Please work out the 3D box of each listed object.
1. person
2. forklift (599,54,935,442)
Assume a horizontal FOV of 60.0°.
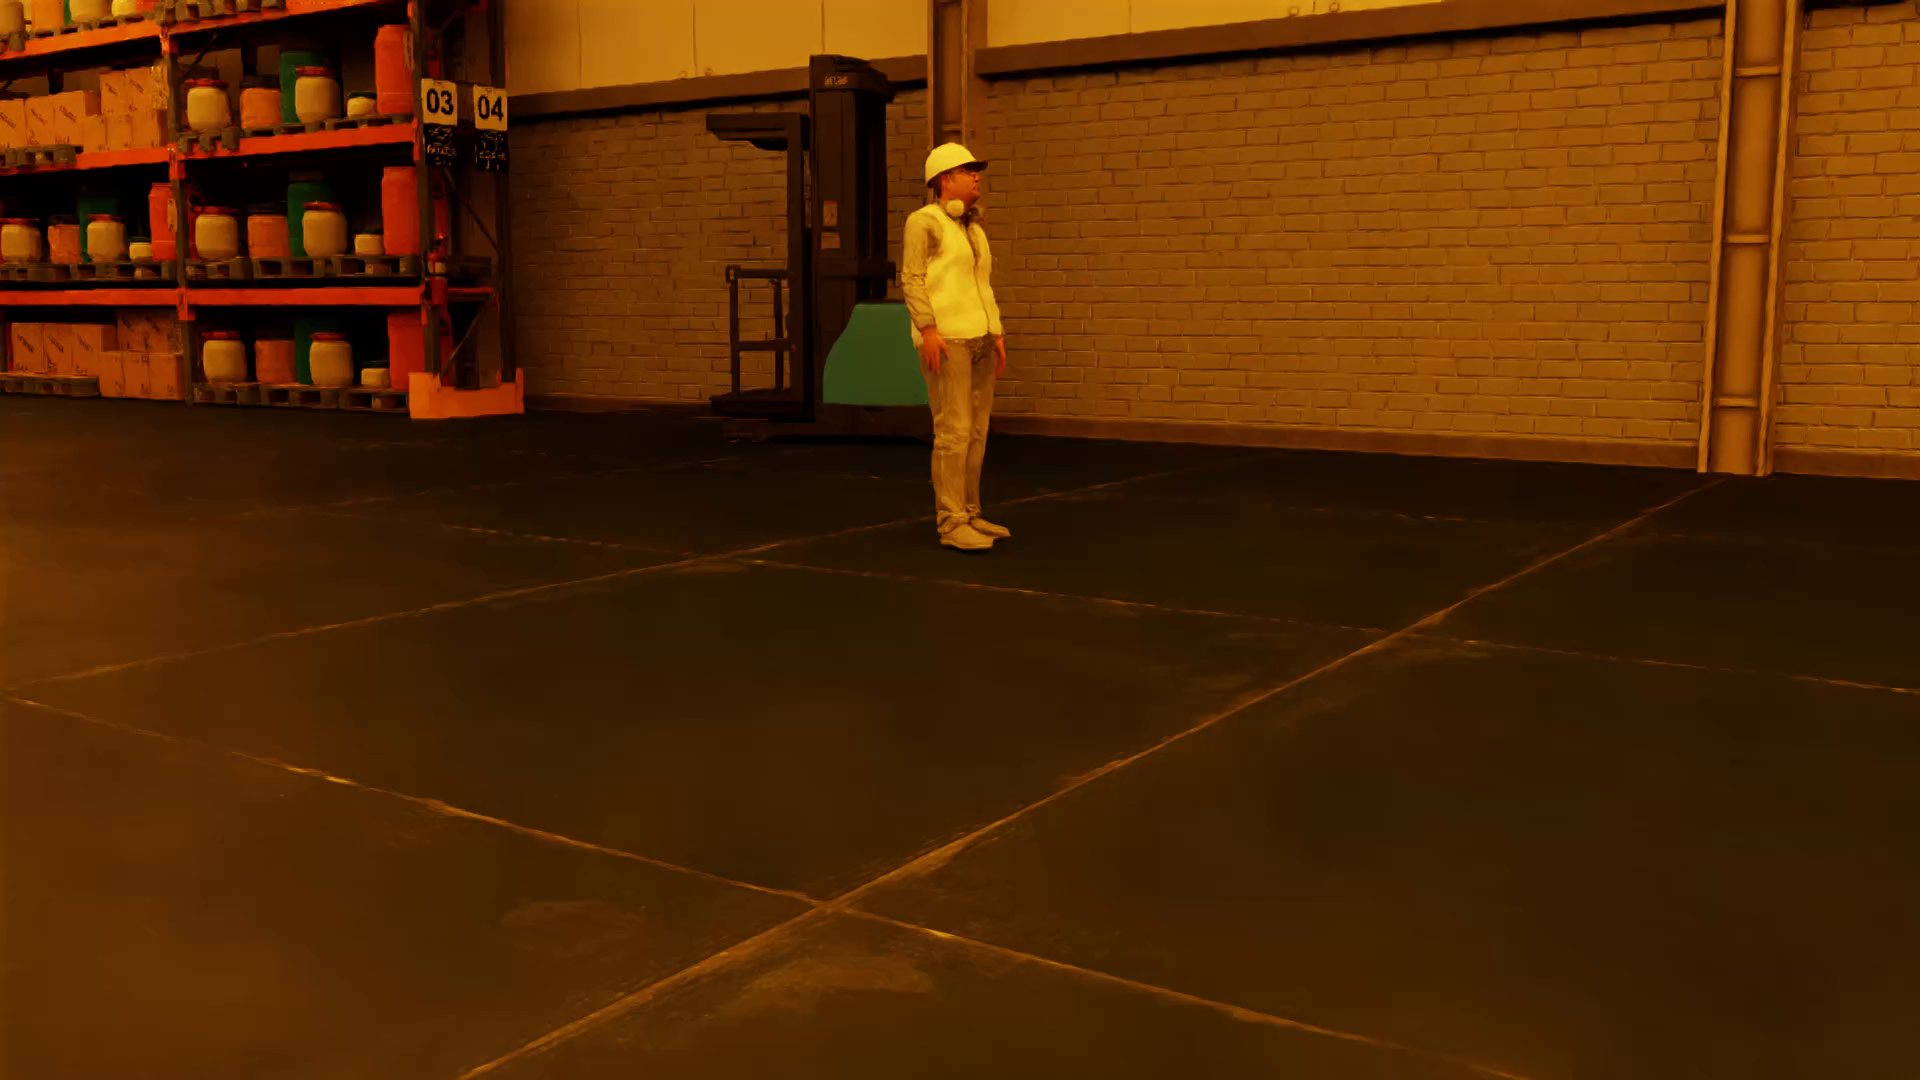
[{"bbox_3d":[0.047,-0.879,7.436,0.567,1.773,0.632,5,10,34],"label":"person"},{"bbox_3d":[-1.372,-2.279,13.222,3.031,2.935,1.130,2,8,14],"label":"forklift"}]
